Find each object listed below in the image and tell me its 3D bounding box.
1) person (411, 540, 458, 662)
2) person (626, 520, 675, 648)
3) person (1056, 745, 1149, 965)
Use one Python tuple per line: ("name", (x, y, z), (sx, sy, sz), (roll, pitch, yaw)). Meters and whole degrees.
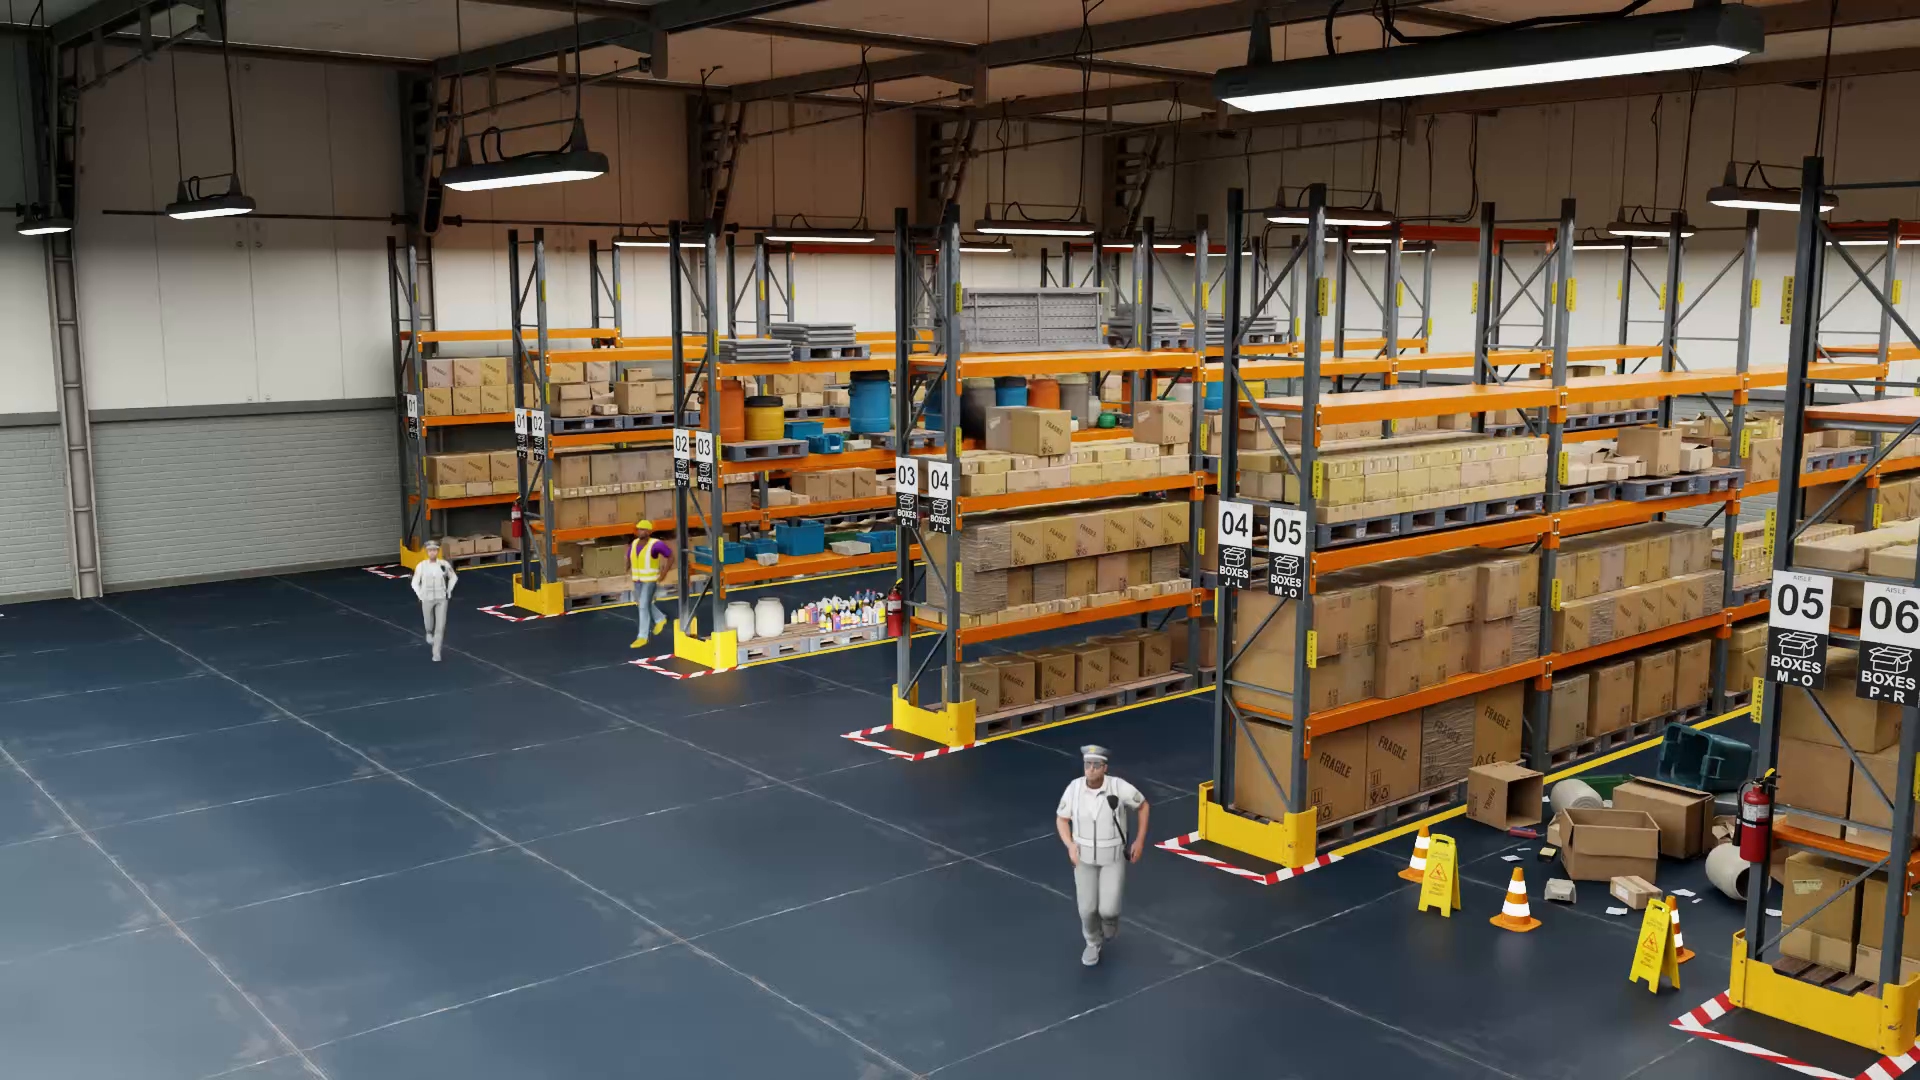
("person", (-7.267, 0.816, 23.050), (0.617, 1.661, 0.742), (-3, 9, -19))
("person", (-4.476, 0.580, 23.692), (0.746, 1.753, 0.972), (5, 10, 30))
("person", (1.063, 2.393, 12.625), (0.693, 1.747, 0.661), (2, 9, 14))
